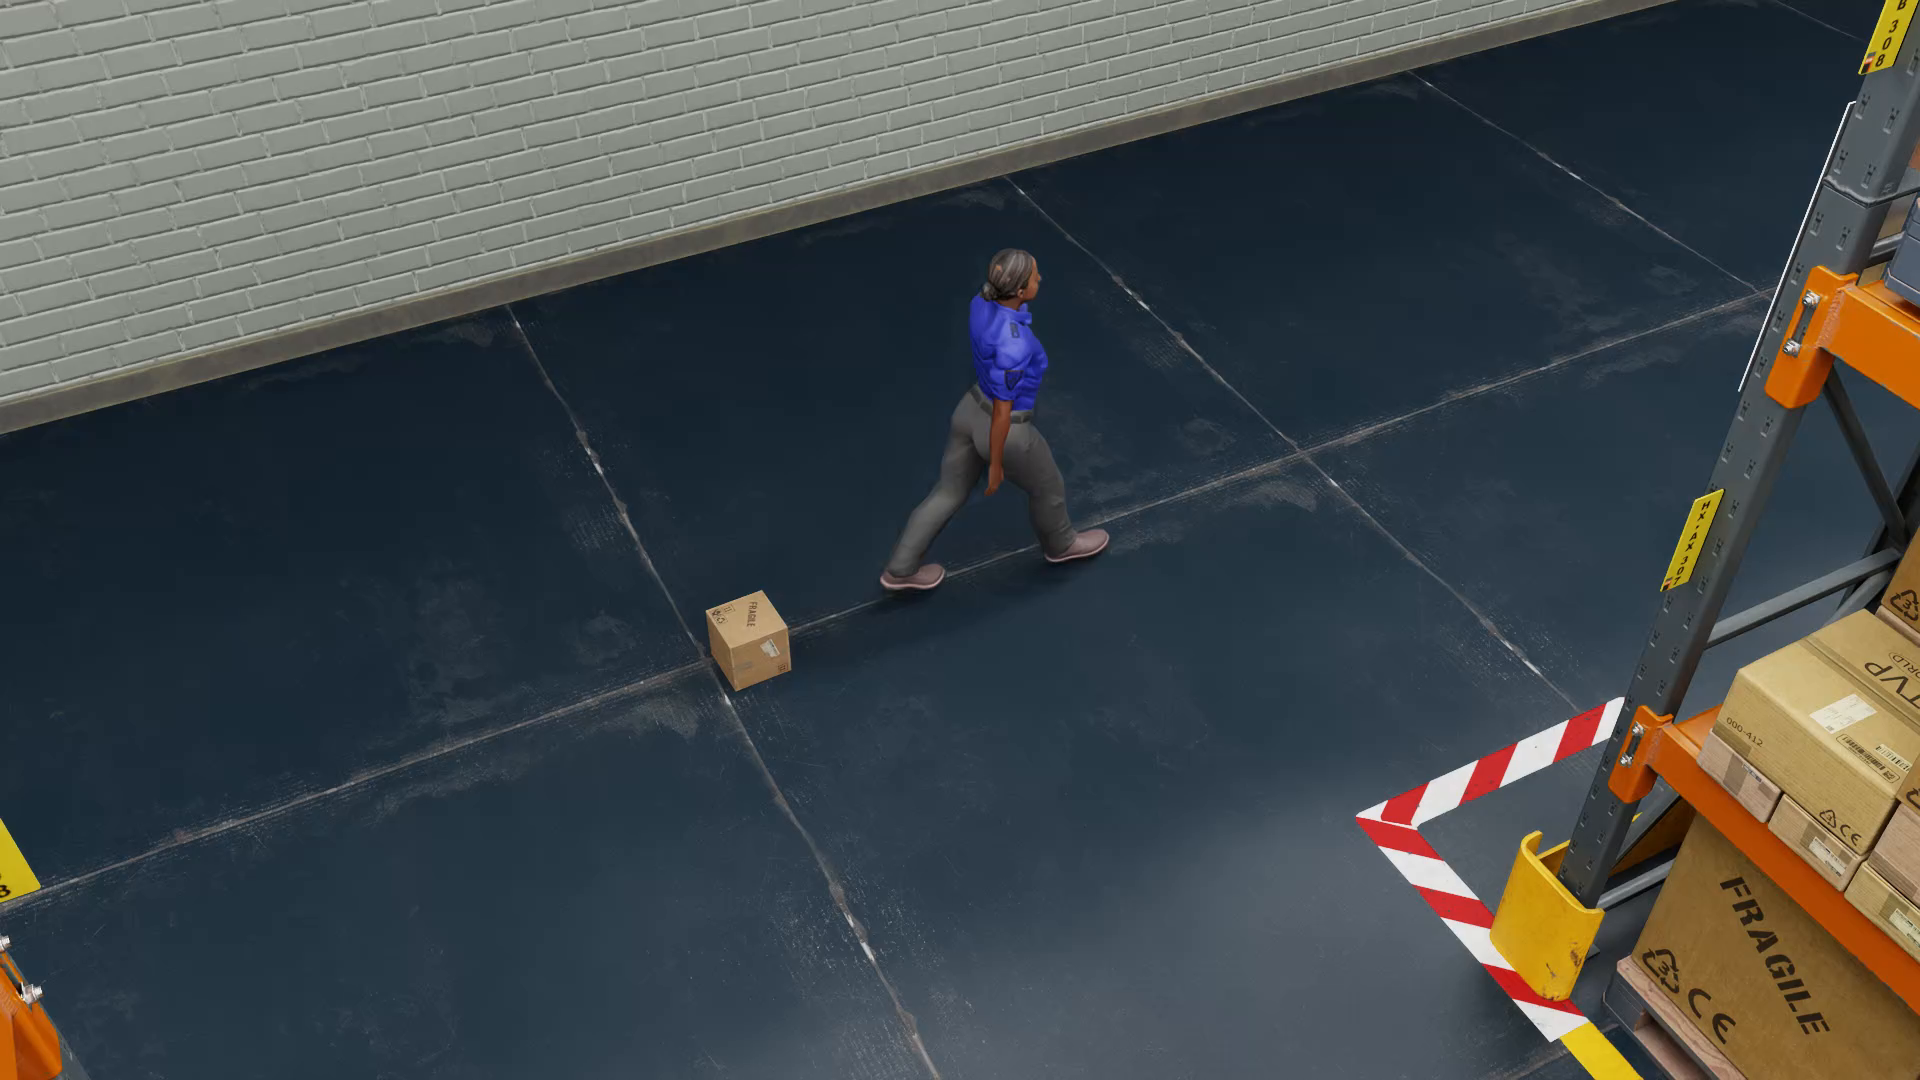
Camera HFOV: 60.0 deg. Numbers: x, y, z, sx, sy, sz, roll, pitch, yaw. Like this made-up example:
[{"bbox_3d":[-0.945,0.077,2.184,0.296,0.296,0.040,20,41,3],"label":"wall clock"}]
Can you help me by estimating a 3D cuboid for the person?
[{"bbox_3d":[0.144,-0.473,6.708,1.039,1.598,0.455,-20,45,-21],"label":"person"}]
